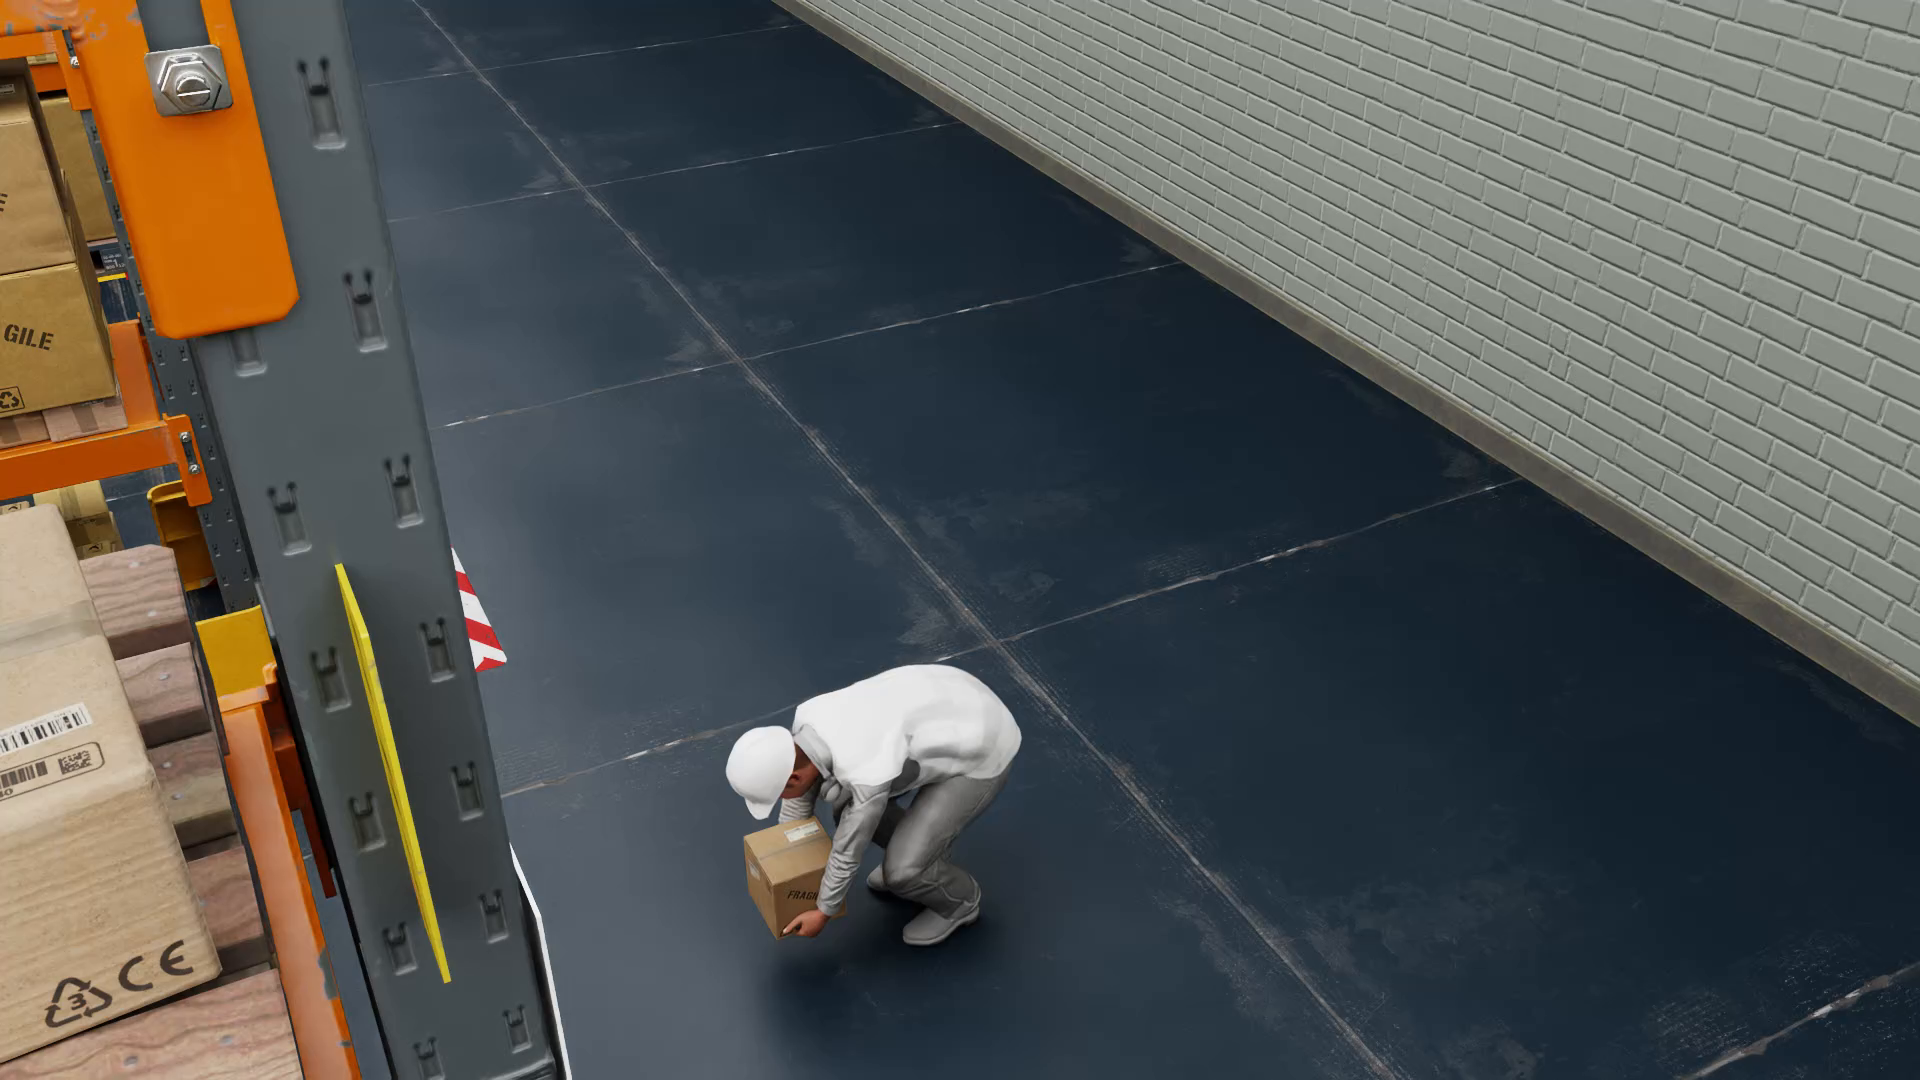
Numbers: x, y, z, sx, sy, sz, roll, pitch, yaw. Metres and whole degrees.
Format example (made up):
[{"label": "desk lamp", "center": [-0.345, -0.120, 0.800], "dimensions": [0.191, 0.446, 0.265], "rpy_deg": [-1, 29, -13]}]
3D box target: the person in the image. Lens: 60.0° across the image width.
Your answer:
[{"label": "person", "center": [-0.279, 0.894, 5.450], "dimensions": [0.989, 0.992, 0.519], "rpy_deg": [-18, 37, -25]}]
